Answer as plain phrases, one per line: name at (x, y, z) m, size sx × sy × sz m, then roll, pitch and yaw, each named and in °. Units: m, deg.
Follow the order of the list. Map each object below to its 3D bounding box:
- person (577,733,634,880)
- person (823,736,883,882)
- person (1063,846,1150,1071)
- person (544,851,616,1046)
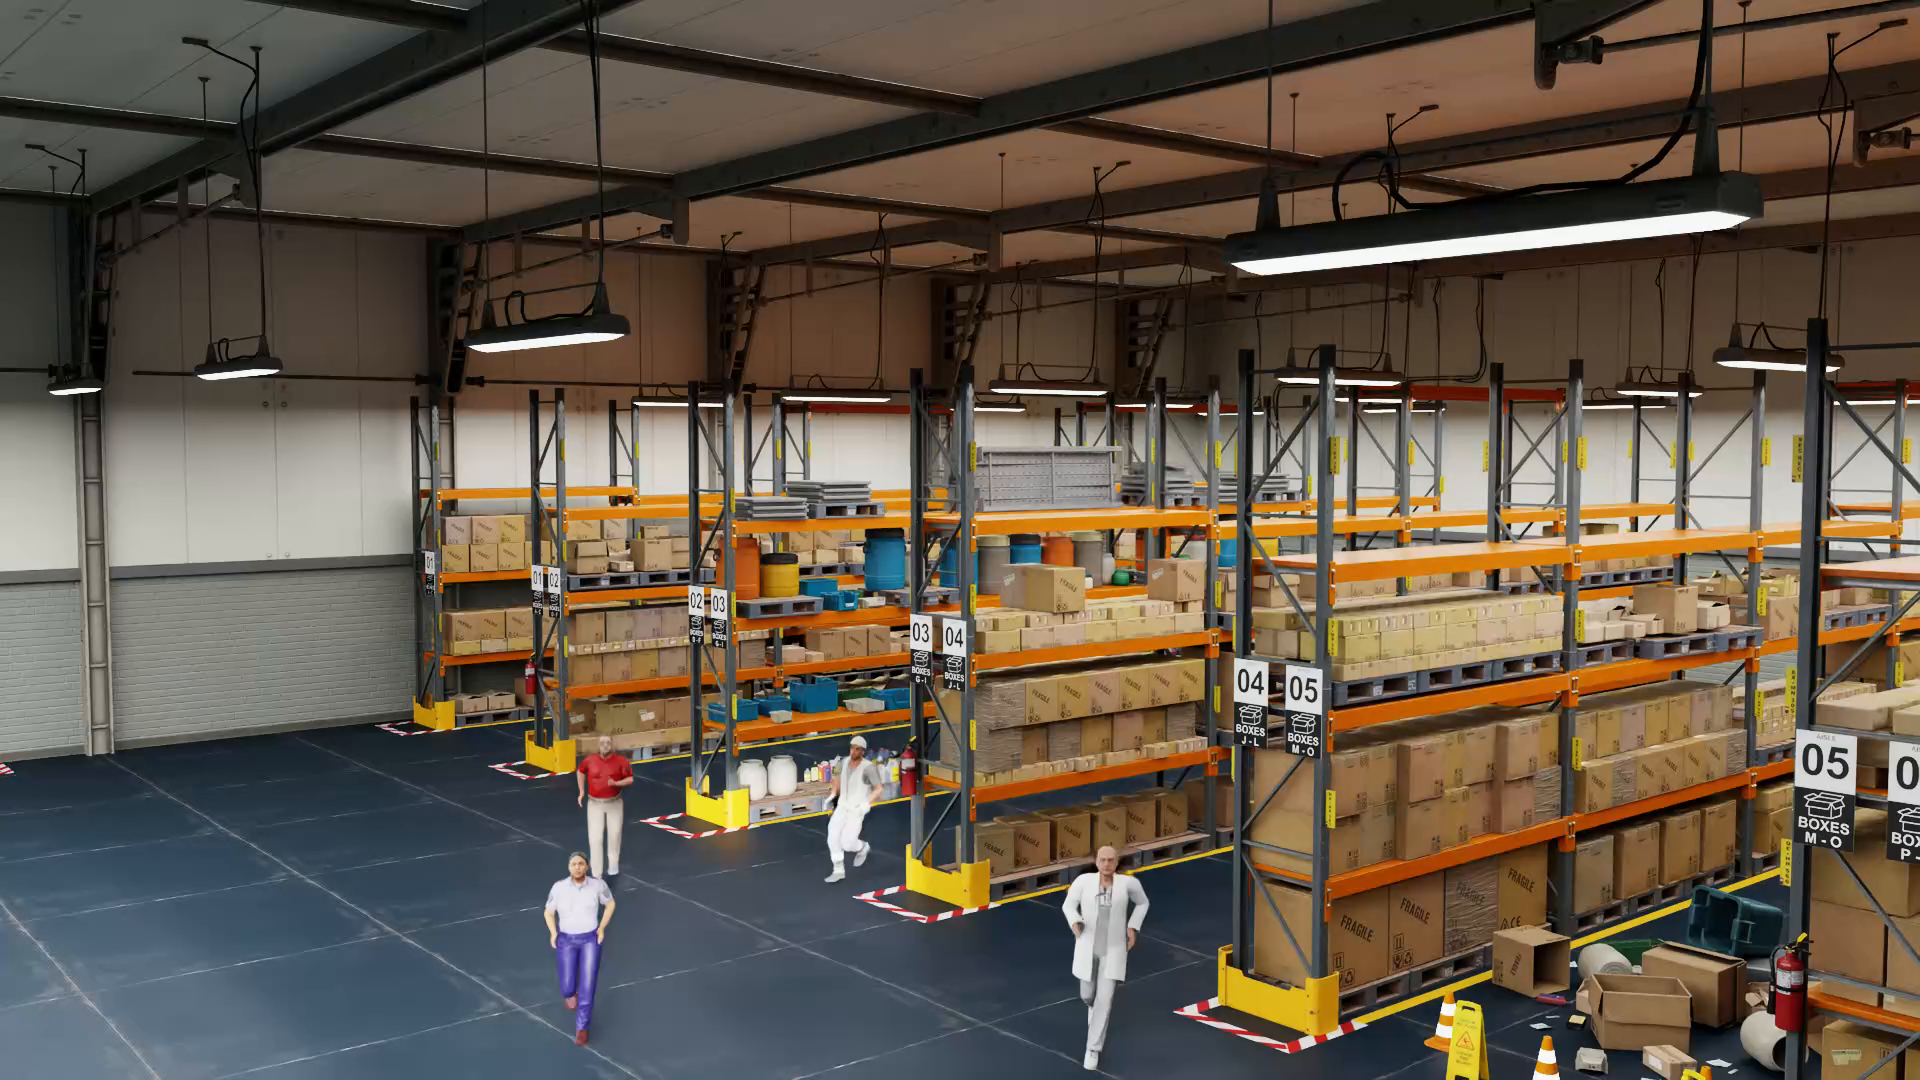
person at (-4.145, 3.154, 19.445) m, size 0.637 × 1.786 × 0.818 m, roll -1°, pitch 3°, yaw -13°
person at (-1.231, 3.158, 19.578) m, size 0.698 × 1.734 × 0.631 m, roll 2°, pitch 4°, yaw 36°
person at (1.223, 3.464, 14.061) m, size 0.722 × 1.779 × 0.982 m, roll 1°, pitch 3°, yaw 12°
person at (-3.326, 3.516, 14.527) m, size 0.589 × 1.623 × 0.685 m, roll -1°, pitch 3°, yaw -11°
